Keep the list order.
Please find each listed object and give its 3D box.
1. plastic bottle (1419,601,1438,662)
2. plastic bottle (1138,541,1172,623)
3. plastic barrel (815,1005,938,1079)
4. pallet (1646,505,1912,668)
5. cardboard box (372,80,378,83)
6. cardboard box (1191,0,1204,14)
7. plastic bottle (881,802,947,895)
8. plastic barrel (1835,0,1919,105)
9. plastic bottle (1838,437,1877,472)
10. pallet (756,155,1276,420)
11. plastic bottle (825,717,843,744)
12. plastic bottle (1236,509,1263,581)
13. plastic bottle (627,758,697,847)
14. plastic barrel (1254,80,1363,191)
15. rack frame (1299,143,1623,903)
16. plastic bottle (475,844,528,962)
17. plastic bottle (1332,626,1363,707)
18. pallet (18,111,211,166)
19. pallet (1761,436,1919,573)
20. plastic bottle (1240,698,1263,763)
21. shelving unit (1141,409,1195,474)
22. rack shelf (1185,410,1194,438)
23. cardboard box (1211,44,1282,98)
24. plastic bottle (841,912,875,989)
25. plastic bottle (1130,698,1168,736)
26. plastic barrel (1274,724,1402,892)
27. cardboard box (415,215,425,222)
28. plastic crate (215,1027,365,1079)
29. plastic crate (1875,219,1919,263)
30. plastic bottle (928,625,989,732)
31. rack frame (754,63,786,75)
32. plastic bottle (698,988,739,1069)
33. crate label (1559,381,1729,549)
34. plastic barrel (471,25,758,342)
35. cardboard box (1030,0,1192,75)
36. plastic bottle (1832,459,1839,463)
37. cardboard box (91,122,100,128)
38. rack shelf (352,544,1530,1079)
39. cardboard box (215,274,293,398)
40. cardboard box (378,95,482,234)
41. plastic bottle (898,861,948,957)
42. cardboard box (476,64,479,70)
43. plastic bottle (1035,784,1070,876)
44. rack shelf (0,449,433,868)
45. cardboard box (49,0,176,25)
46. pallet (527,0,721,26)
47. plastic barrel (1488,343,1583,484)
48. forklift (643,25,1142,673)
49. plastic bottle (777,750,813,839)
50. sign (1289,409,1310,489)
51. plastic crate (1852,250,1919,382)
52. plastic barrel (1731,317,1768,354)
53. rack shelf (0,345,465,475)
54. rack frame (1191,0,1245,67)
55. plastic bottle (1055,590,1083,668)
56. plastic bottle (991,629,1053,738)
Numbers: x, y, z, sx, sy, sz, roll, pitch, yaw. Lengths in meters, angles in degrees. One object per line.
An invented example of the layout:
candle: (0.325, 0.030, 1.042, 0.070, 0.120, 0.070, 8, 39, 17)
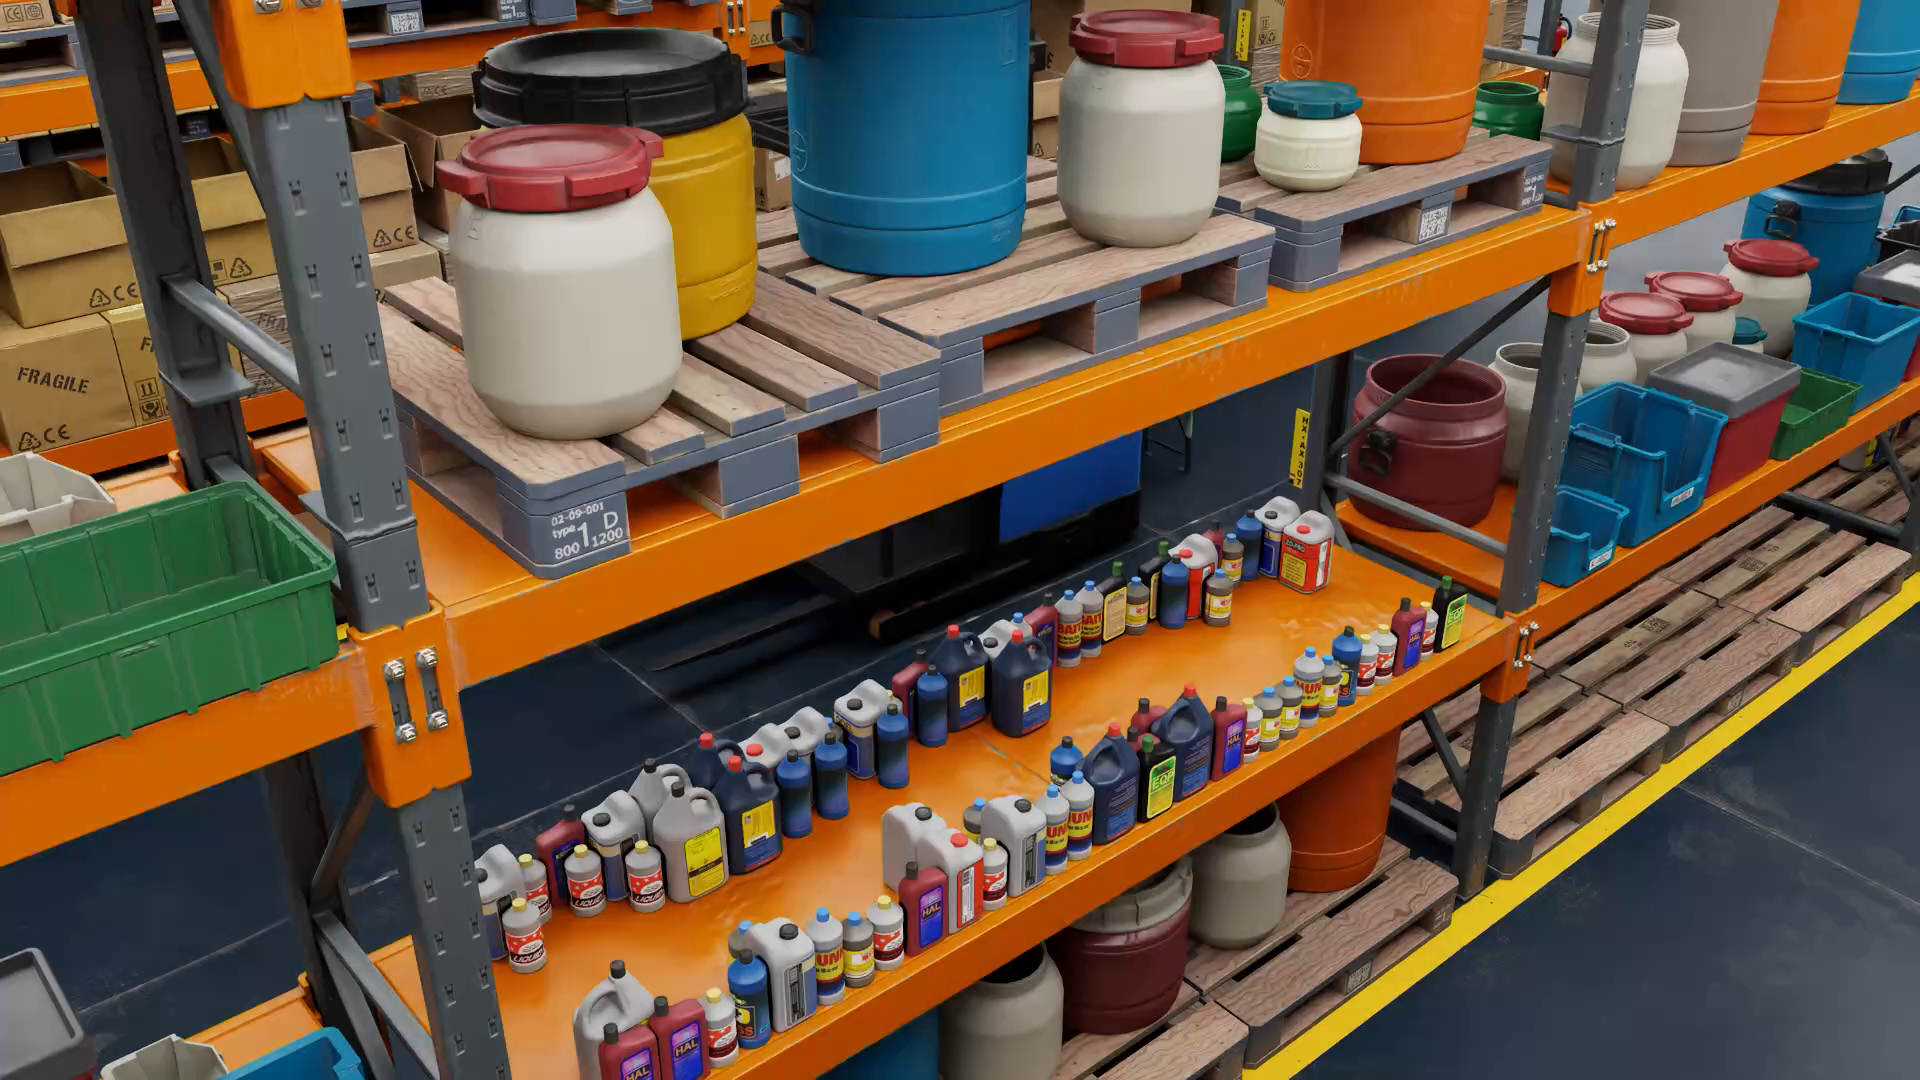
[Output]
plastic bottle: (1.584, 0.306, 5.705, 0.097, 0.201, 0.097, 0, 28, 0)
plastic bottle: (0.692, 0.147, 5.915, 0.133, 0.283, 0.061, -22, 35, -35)
plastic barrel: (-0.365, 1.500, 5.041, 0.708, 0.901, 0.600, -22, 35, -35)
pallet: (4.186, 0.174, 8.701, 1.213, 0.211, 1.003, -22, 35, -35)
cardboard box: (-4.474, -3.950, 13.353, 0.500, 0.500, 0.500, -22, 35, -35)
cardboard box: (1.707, -3.939, 11.955, 0.500, 0.500, 0.500, -22, 35, -35)
plastic bottle: (-0.123, 0.849, 4.610, 0.135, 0.276, 0.152, -22, 35, -35)
plastic barrel: (3.517, -2.221, 6.509, 0.708, 0.901, 0.600, -22, 35, -35)
plastic bottle: (5.154, -0.585, 9.505, 0.185, 0.351, 0.144, -22, 35, -35)
pallet: (0.066, -0.725, 4.443, 1.213, 0.211, 1.003, -22, 35, -35)
plastic bottle: (-0.404, 0.636, 5.089, 0.097, 0.201, 0.097, 0, 28, 0)
plastic bottle: (1.070, 0.012, 6.181, 0.097, 0.271, 0.097, 0, 28, 0)
plastic bottle: (-0.841, 0.760, 4.697, 0.185, 0.351, 0.144, -22, 35, -35)
plastic barrel: (0.994, -1.153, 4.744, 0.301, 0.262, 0.301, 0, 28, 0)
rack frame: (1.715, -0.087, 6.230, 0.127, 3.000, 1.000, -22, 35, -35)
plastic bottle: (-1.238, 0.955, 4.412, 0.135, 0.276, 0.152, -22, 35, -35)
plastic bottle: (1.261, 0.406, 5.445, 0.097, 0.271, 0.097, 0, 28, 0)
pallet: (-6.122, -2.967, 11.823, 1.213, 0.211, 1.003, -22, 35, -35)
pallet: (5.296, -0.271, 9.533, 1.213, 0.211, 1.003, -22, 35, -35)
plastic bottle: (0.890, 0.586, 5.183, 0.097, 0.201, 0.097, 0, 28, 0)
shelving unit: (0.968, -1.028, 9.582, 0.755, 1.500, 0.431, -21, 34, -34)
rack shelf: (0.968, -0.740, 9.736, 0.720, 0.370, 0.431, -21, 34, -34)
cardboard box: (1.926, -3.377, 11.965, 0.500, 0.500, 0.875, -22, 35, -35)
plastic bottle: (-0.270, 1.052, 4.309, 0.097, 0.201, 0.097, 0, 28, 0)
plastic bottle: (0.580, 0.596, 5.076, 0.133, 0.283, 0.061, -22, 35, -35)
plastic barrel: (1.354, 0.841, 6.351, 0.708, 0.830, 0.600, -22, 35, -35)
cardboard box: (-2.825, -1.539, 8.841, 0.500, 0.500, 0.500, -23, 36, -36)
plastic crate: (-1.462, 1.383, 3.433, 0.575, 0.384, 0.392, -22, 35, -35)
plastic crate: (5.239, -1.397, 8.748, 0.504, 0.338, 0.767, -22, 35, -35)
plastic bottle: (-0.003, 0.423, 5.328, 0.185, 0.351, 0.144, -22, 35, -35)
rack frame: (-1.599, -4.896, 15.228, 0.127, 3.000, 1.000, -22, 35, -35)
plastic bottle: (-0.595, 1.183, 4.065, 0.097, 0.201, 0.097, 0, 28, 0)
crate label: (2.646, -0.309, 6.608, 0.616, 0.435, 0.502, -22, 35, -35)
plastic barrel: (-0.766, -0.806, 3.748, 0.600, 0.588, 0.600, 0, 28, 0)
cardboard box: (0.848, -3.343, 11.241, 1.000, 1.000, 1.000, -22, 35, -35)
plastic bottle: (5.061, -0.636, 9.602, 0.185, 0.351, 0.144, -23, 36, -36)
cardboard box: (-5.904, -2.956, 11.419, 0.250, 0.149, 0.380, -24, 36, -37)
rack shelf: (0.193, 0.843, 5.254, 4.000, 0.370, 1.077, -22, 35, -35)
cardboard box: (-3.268, -1.041, 7.910, 0.500, 0.500, 0.500, -23, 36, -36)
cardboard box: (-2.564, -1.933, 8.514, 0.637, 0.503, 0.797, -21, 35, -34)
plastic bottle: (-0.097, 0.958, 4.399, 0.133, 0.283, 0.061, -22, 35, -35)
cardboard box: (-3.741, -3.913, 13.284, 0.500, 0.500, 0.500, -22, 35, -35)
plastic bottle: (0.258, 0.809, 4.690, 0.097, 0.271, 0.097, 0, 28, 0)
rack shelf: (-2.850, 0.743, 2.258, 4.000, 0.370, 1.077, -22, 35, -35)
cardboard box: (-3.650, -2.411, 7.046, 0.500, 0.311, 0.500, -23, 36, -37)
pallet: (-1.955, -2.886, 8.486, 1.003, 0.211, 1.213, -20, 34, -33)
plastic barrel: (2.359, -0.527, 6.935, 0.421, 0.512, 0.421, 0, 28, 0)
forklift: (-0.462, -1.059, 8.123, 3.031, 2.935, 1.130, -21, 34, -34)
plastic bottle: (-0.482, 0.730, 4.837, 0.097, 0.271, 0.097, 0, 28, 0)
sign: (1.352, -0.354, 6.556, 0.005, 0.325, 0.100, -22, 35, -35)
plastic crate: (4.588, -1.081, 8.022, 0.583, 0.464, 0.402, -22, 35, -35)
plastic barrel: (3.651, -0.899, 7.897, 0.301, 0.262, 0.301, 0, 28, 0)
rack shelf: (-3.021, -0.933, 8.577, 4.000, 0.370, 1.077, -22, 35, -35)
rack frame: (1.543, -3.086, 11.842, 0.127, 3.000, 1.000, -22, 35, -35)
plastic bottle: (0.367, 0.295, 5.652, 0.097, 0.271, 0.097, 0, 28, 0)
plastic bottle: (0.198, 0.437, 5.303, 0.185, 0.351, 0.144, -22, 35, -35)
